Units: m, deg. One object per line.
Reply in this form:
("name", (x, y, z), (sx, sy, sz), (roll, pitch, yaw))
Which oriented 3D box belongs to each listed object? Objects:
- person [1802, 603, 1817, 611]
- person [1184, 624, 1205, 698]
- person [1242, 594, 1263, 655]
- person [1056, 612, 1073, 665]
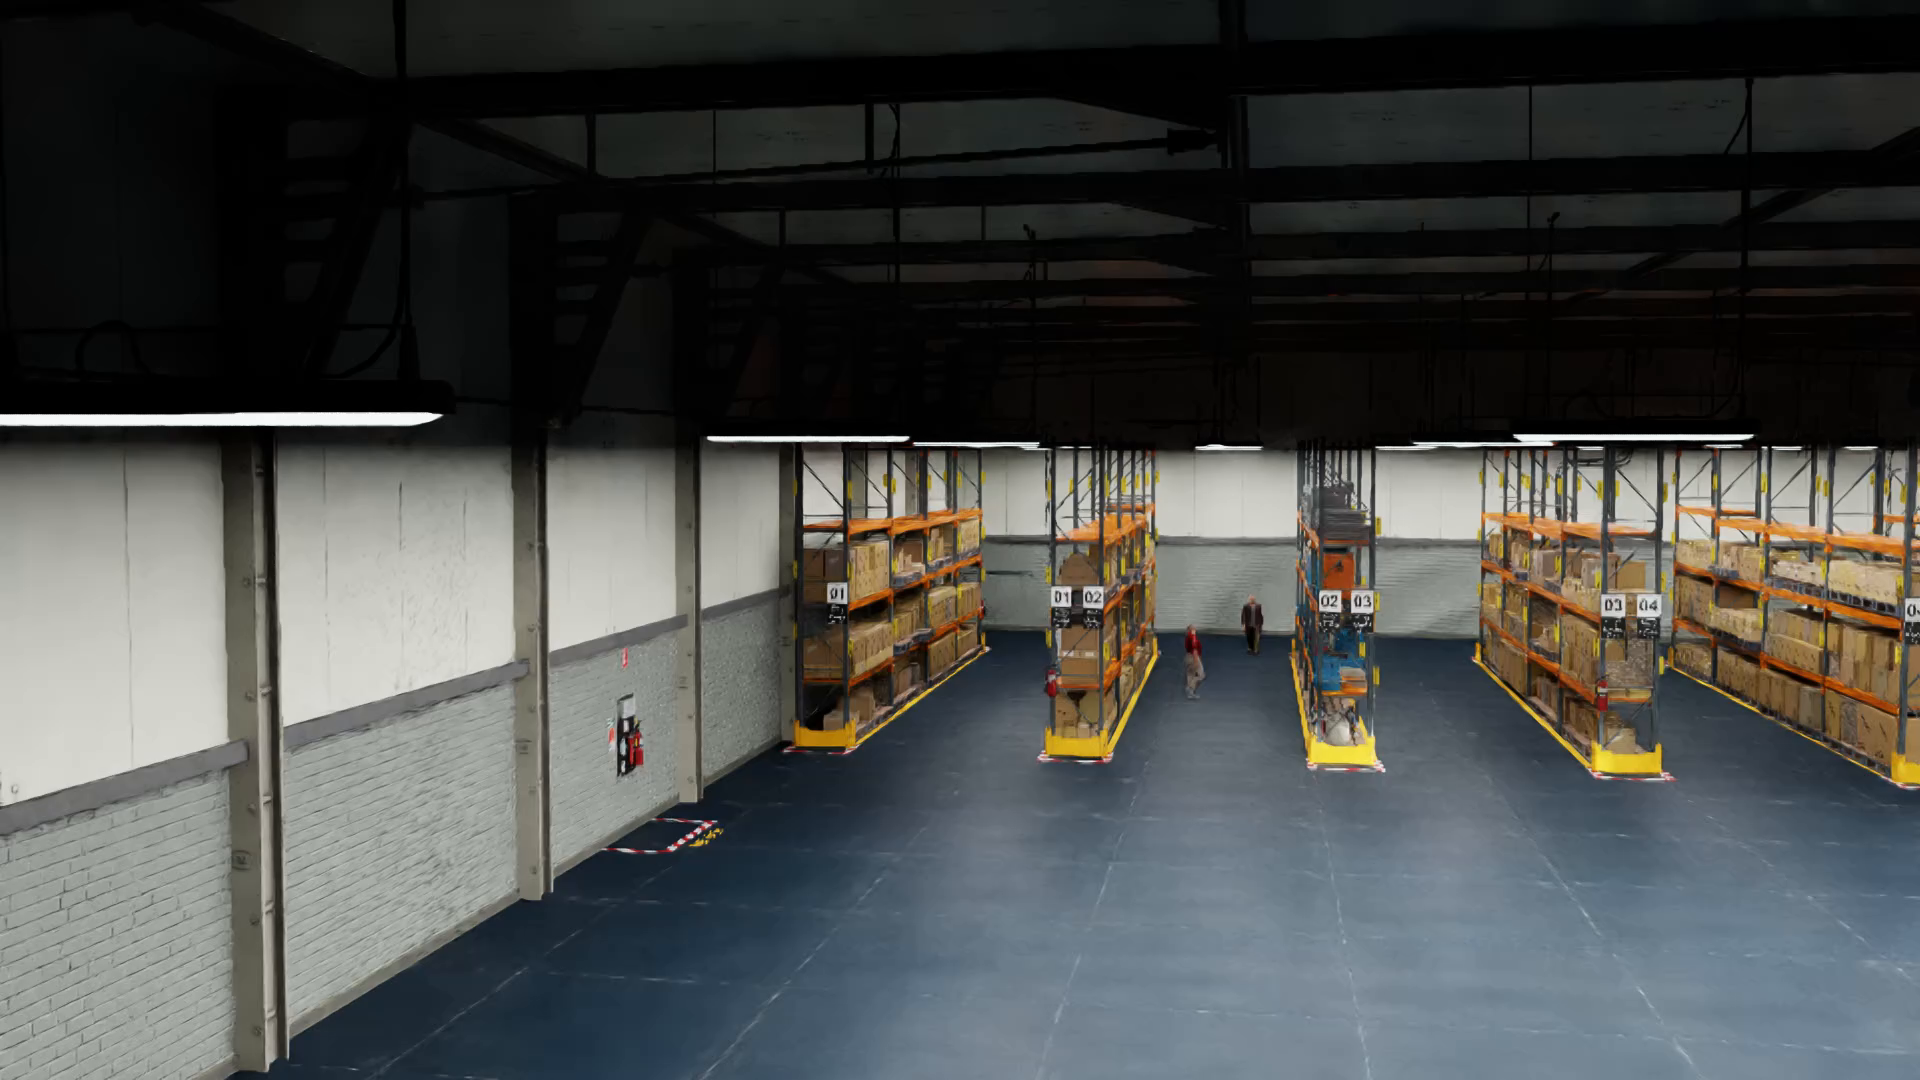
("person", (24.381, 2.376, 47.655), (0.584, 1.658, 0.511), (-1, 3, -24))
("person", (5.388, 2.817, 38.609), (0.459, 1.725, 0.578), (-1, 3, -15))
("person", (8.246, 2.371, 46.922), (0.598, 1.693, 1.193), (1, 3, 13))
("person", (2.829, 2.486, 44.753), (0.550, 1.709, 1.124), (0, 3, 8))
